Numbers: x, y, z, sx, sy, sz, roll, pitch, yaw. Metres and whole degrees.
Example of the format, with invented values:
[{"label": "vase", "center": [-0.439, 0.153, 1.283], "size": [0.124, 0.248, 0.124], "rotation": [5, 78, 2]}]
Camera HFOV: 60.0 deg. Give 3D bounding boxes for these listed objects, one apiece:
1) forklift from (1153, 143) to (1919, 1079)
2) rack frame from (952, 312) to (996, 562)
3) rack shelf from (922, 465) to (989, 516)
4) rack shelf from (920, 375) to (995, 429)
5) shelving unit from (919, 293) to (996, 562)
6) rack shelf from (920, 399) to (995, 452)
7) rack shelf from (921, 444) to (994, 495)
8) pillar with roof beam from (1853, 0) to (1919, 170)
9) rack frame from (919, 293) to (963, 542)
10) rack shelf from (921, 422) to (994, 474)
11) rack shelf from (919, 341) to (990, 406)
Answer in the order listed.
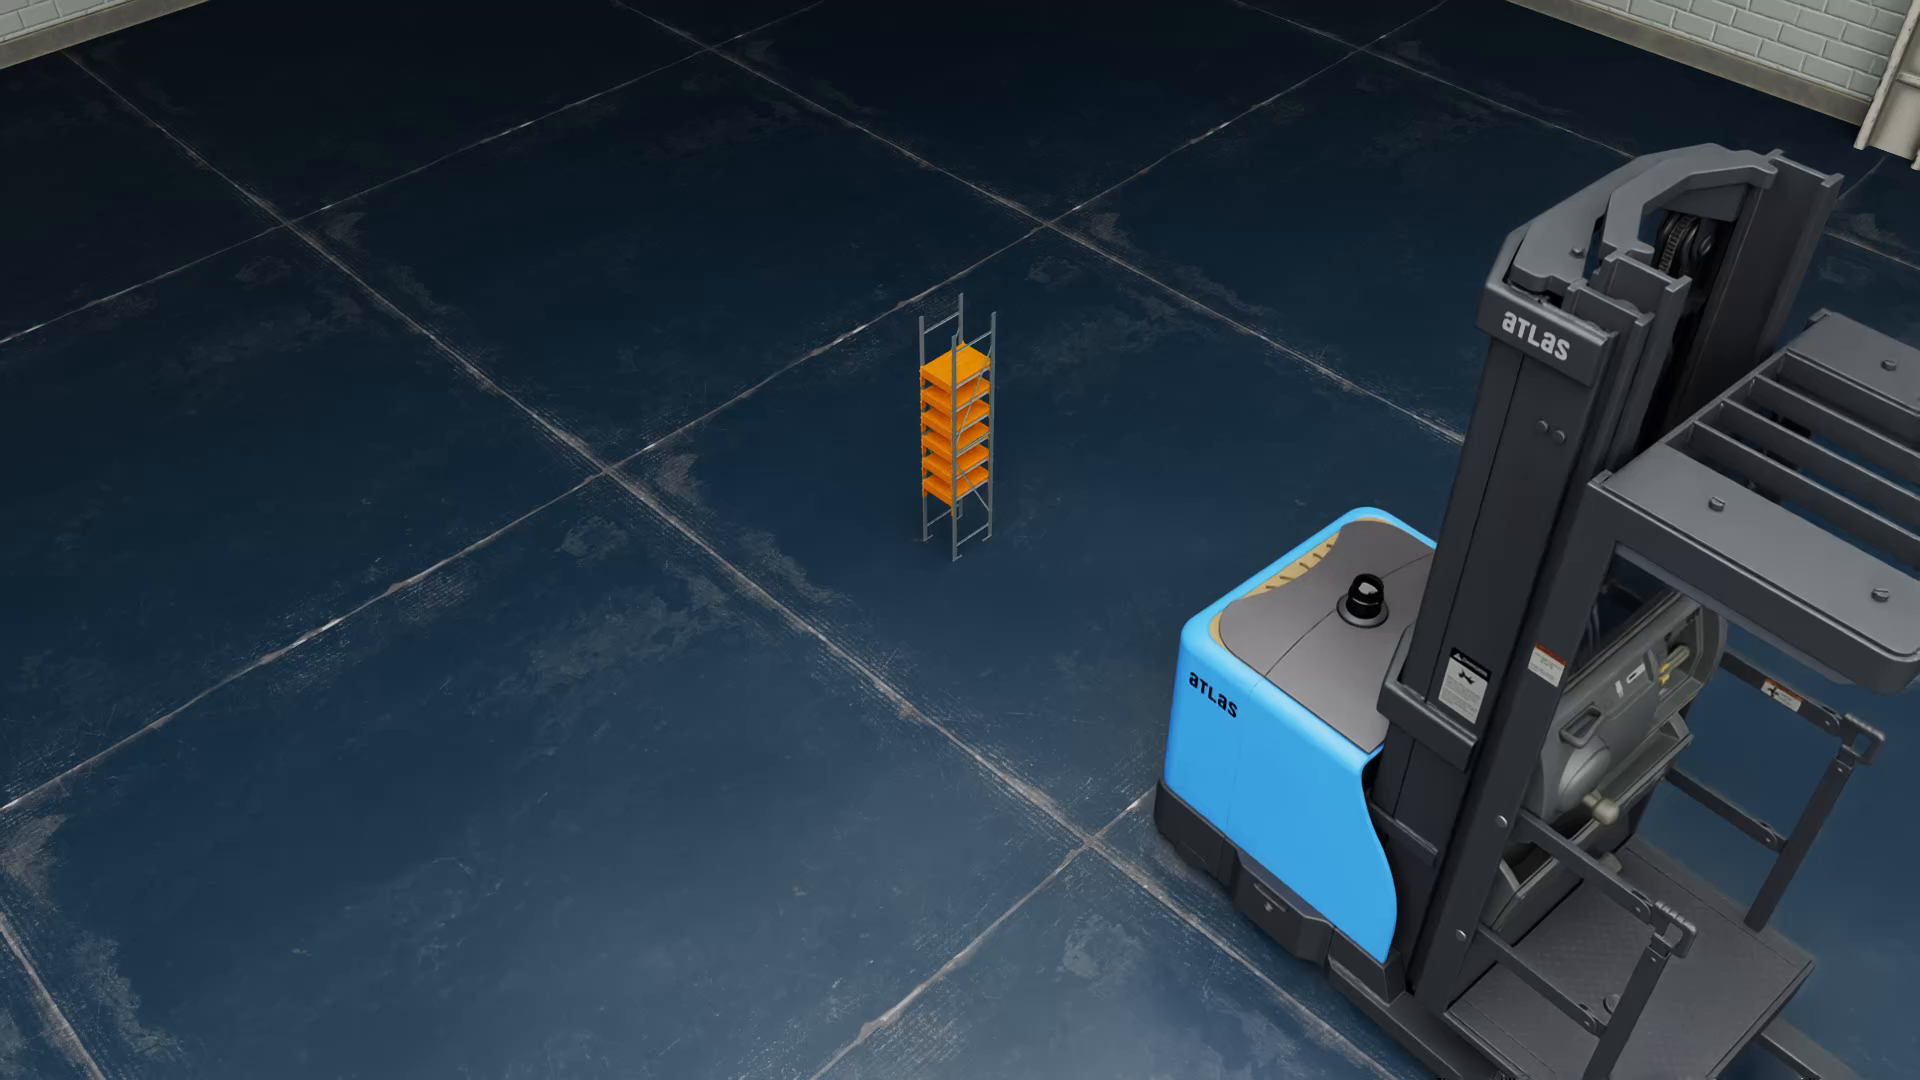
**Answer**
[{"label": "forklift", "center": [2.059, 0.539, 4.625], "size": [1.130, 2.935, 3.031], "rotation": [-30, 51, -29]}, {"label": "rack frame", "center": [0.054, -0.404, 6.920], "size": [0.240, 1.200, 0.006], "rotation": [-34, 53, -31]}, {"label": "rack shelf", "center": [-0.010, -0.239, 7.161], "size": [0.258, 0.103, 0.180], "rotation": [-34, 53, -31]}, {"label": "rack shelf", "center": [-0.010, -0.591, 6.835], "size": [0.258, 0.103, 0.180], "rotation": [-34, 53, -31]}, {"label": "shelving unit", "center": [-0.010, -0.448, 6.968], "size": [0.258, 1.200, 0.189], "rotation": [-34, 53, -31]}, {"label": "rack shelf", "center": [-0.010, -0.503, 6.916], "size": [0.258, 0.103, 0.180], "rotation": [-34, 53, -31]}, {"label": "rack shelf", "center": [-0.010, -0.327, 7.079], "size": [0.258, 0.103, 0.180], "rotation": [-34, 53, -31]}, {"label": "pillar with roof beam", "center": [2.516, -3.563, 4.593], "size": [9.100, 9.000, 0.400], "rotation": [-34, 53, -31]}, {"label": "rack frame", "center": [-0.075, -0.492, 7.015], "size": [0.240, 1.200, 0.006], "rotation": [-34, 53, -31]}, {"label": "rack shelf", "center": [-0.010, -0.415, 6.998], "size": [0.258, 0.103, 0.180], "rotation": [-34, 53, -31]}, {"label": "rack shelf", "center": [-0.010, -0.679, 6.754], "size": [0.258, 0.103, 0.180], "rotation": [-34, 53, -31]}]
